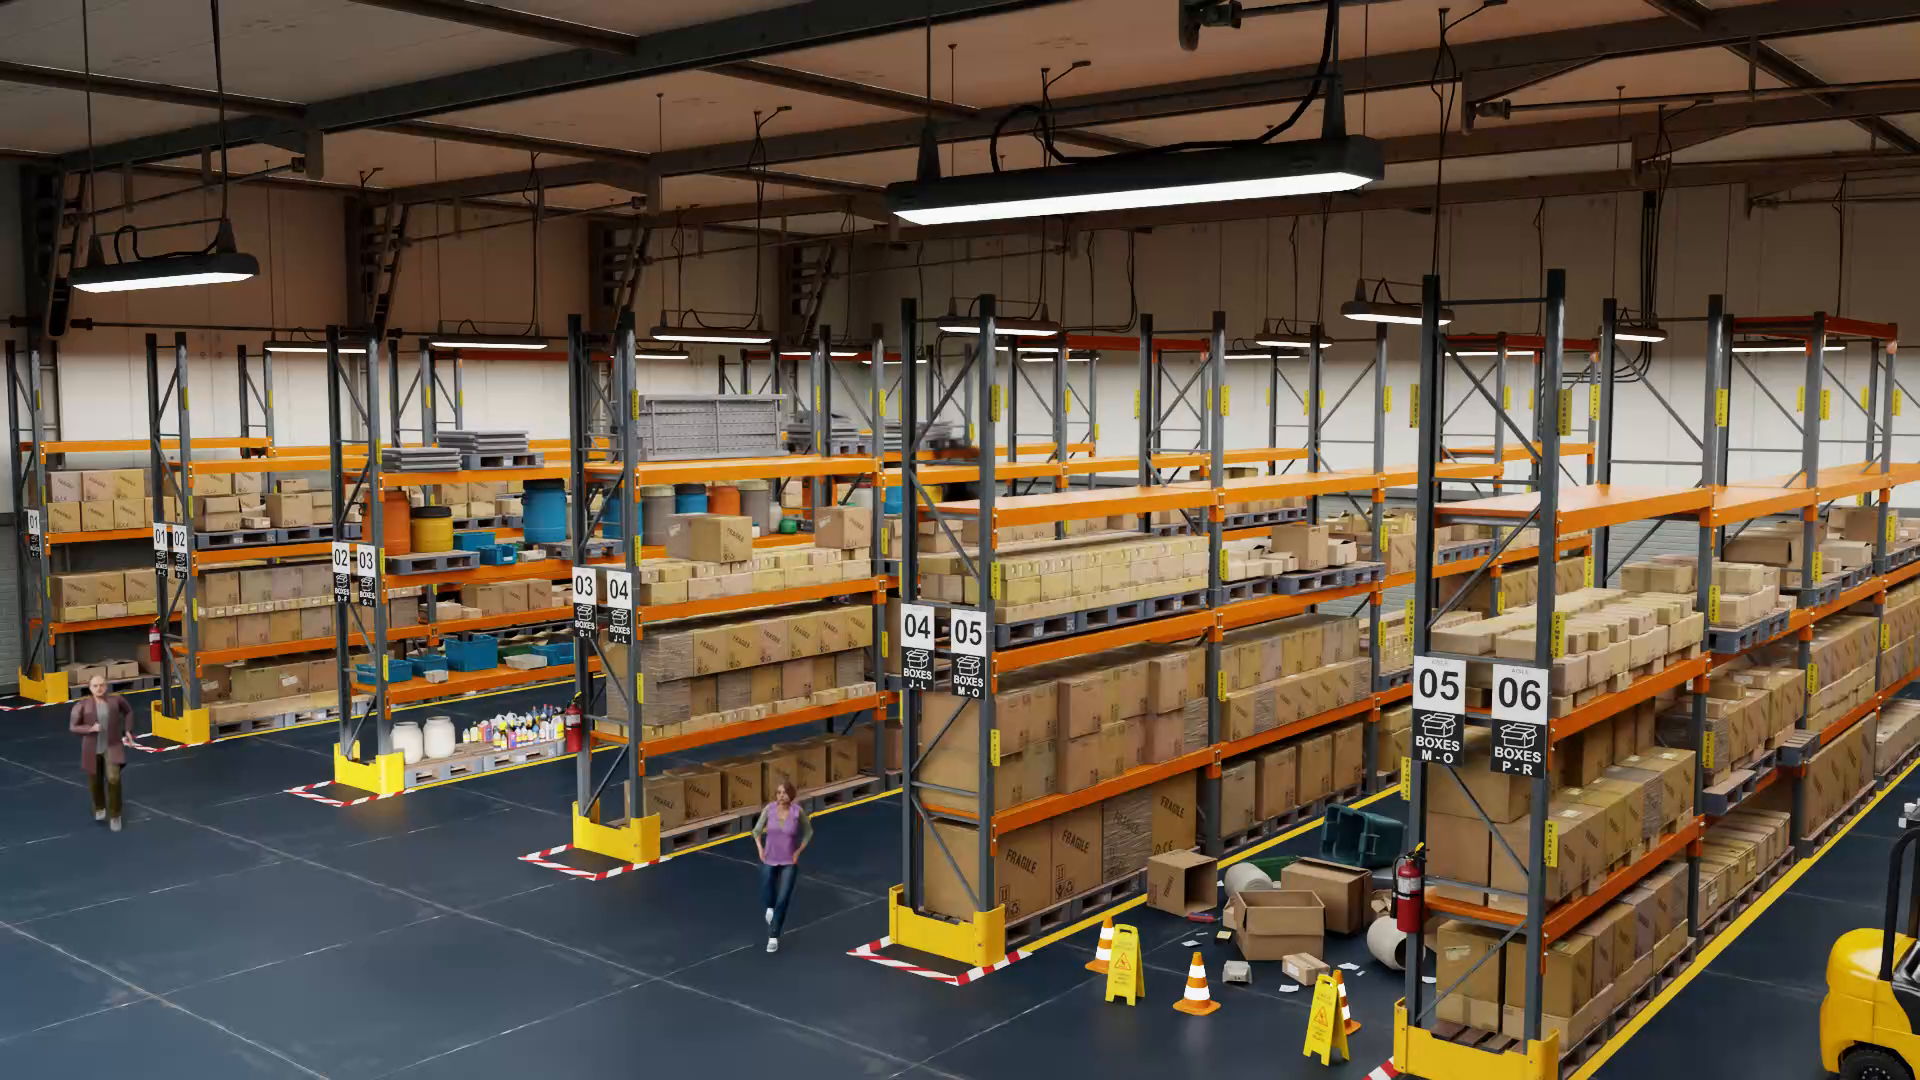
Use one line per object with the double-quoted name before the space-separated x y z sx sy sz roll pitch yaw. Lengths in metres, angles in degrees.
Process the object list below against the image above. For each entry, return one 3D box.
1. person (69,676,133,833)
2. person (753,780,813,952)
"person" -10.123 2.515 19.636 0.669 1.841 0.839 -3 6 -26
"person" -1.653 3.004 15.552 0.561 1.567 0.616 0 5 0
